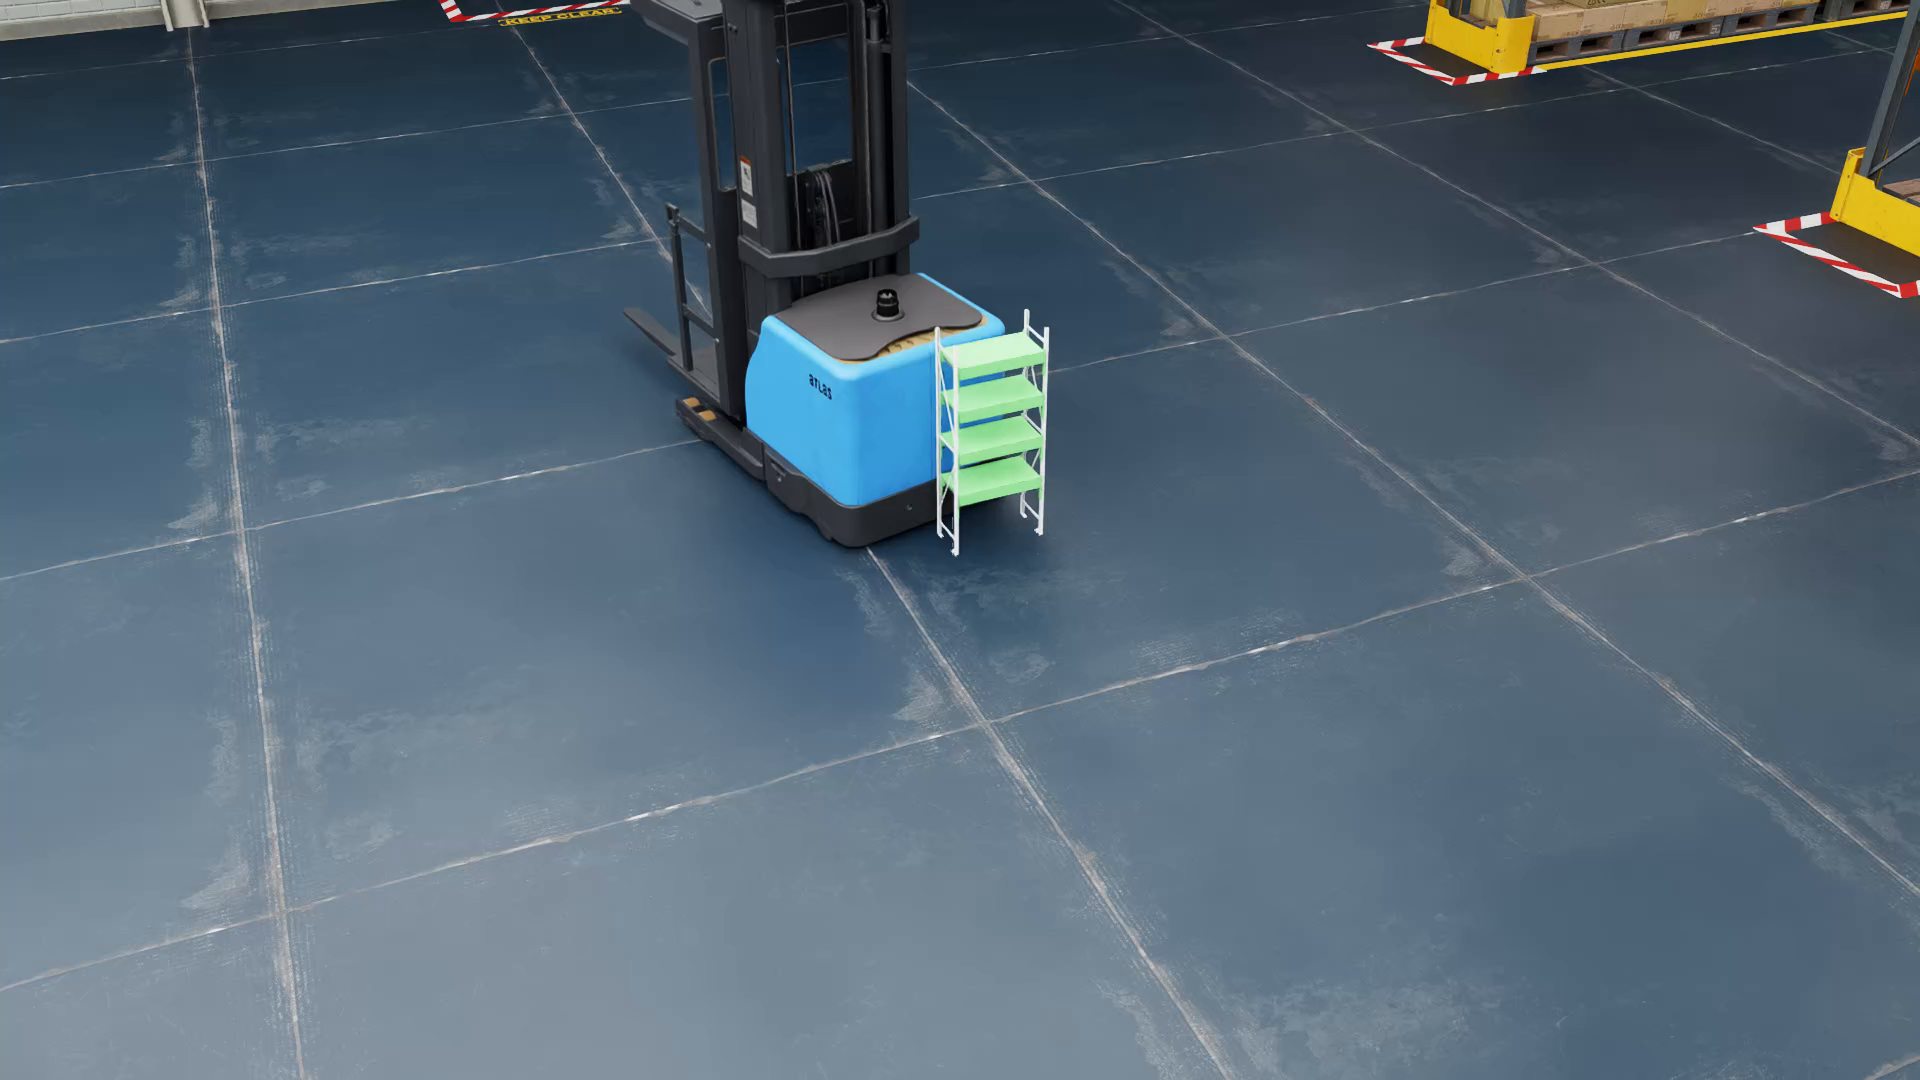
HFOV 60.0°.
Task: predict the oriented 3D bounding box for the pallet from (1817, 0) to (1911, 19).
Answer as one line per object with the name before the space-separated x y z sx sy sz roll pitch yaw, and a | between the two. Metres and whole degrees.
pallet | 9.276 -5.743 17.382 1.213 0.211 1.003 -13 35 -19

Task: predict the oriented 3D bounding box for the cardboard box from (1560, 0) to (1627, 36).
cardboard box | 5.963 -5.024 15.857 0.500 0.250 0.500 -13 35 -19

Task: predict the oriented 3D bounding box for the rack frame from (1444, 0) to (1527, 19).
rack frame | 4.923 -5.892 15.054 0.127 3.000 1.000 -13 35 -19

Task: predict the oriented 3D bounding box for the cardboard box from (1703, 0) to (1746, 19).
cardboard box | 7.348 -5.338 16.340 0.500 0.250 0.500 -13 35 -19

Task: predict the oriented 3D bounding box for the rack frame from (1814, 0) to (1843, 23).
rack frame | 8.611 -6.736 16.352 0.127 3.000 1.000 -13 35 -19

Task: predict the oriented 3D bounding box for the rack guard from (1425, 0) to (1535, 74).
rack guard | 4.901 -4.839 15.728 0.348 0.500 1.175 -13 35 -19

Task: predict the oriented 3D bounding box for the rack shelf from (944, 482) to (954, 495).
rack shelf | 0.158 -0.305 8.623 0.442 0.029 0.199 -14 35 -20

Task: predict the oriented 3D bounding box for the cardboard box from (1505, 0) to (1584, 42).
cardboard box | 5.504 -4.916 15.692 0.500 0.250 0.500 -13 35 -19

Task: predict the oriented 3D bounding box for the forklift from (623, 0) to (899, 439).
forklift | -1.007 -1.951 9.061 1.121 2.935 3.031 -21 39 -29

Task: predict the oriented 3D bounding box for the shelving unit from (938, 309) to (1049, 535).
shelving unit | 0.163 -0.537 8.475 0.492 1.200 0.258 -14 35 -20

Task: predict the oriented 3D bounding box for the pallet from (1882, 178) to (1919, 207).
pallet | 7.640 -2.440 12.306 1.213 0.211 1.003 -13 35 -19

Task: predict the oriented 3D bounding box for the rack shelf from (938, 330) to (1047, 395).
rack shelf | 0.157 -0.885 8.247 0.480 0.148 0.258 -14 35 -20

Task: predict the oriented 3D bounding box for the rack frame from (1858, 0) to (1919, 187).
rack frame | 6.837 -3.400 11.225 0.127 3.000 1.000 -13 35 -19

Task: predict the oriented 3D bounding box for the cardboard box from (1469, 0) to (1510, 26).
cardboard box | 5.303 -5.177 16.092 0.500 0.250 0.500 -13 35 -19

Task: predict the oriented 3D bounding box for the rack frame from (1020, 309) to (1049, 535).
rack frame | 0.380 -0.591 8.557 0.015 1.200 0.240 -14 35 -20

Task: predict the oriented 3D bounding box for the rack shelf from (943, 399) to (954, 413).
rack shelf | 0.158 -0.708 8.362 0.442 0.029 0.199 -14 35 -20

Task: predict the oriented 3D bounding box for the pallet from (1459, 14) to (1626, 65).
pallet | 5.612 -4.905 16.095 1.213 0.211 1.003 -13 35 -19

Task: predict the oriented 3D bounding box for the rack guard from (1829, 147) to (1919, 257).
rack guard | 6.889 -2.392 11.968 0.348 0.500 1.175 -13 35 -19

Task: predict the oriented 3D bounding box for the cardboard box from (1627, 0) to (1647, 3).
cardboard box | 6.420 -5.449 15.823 0.500 0.500 0.500 -13 35 -19

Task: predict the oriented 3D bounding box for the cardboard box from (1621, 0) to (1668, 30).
cardboard box | 6.425 -5.129 16.019 0.500 0.250 0.500 -13 35 -19

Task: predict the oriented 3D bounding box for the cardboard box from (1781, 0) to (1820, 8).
cardboard box | 8.268 -5.552 16.668 0.500 0.250 0.500 -13 35 -19

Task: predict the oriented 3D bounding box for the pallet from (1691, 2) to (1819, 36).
pallet | 7.862 -5.421 16.887 1.213 0.211 1.003 -13 35 -19

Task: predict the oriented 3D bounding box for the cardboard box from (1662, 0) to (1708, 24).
cardboard box | 6.888 -5.232 16.177 0.500 0.250 0.500 -13 35 -19

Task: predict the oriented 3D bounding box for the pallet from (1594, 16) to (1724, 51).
pallet | 6.735 -5.161 16.488 1.213 0.211 1.003 -13 35 -19
